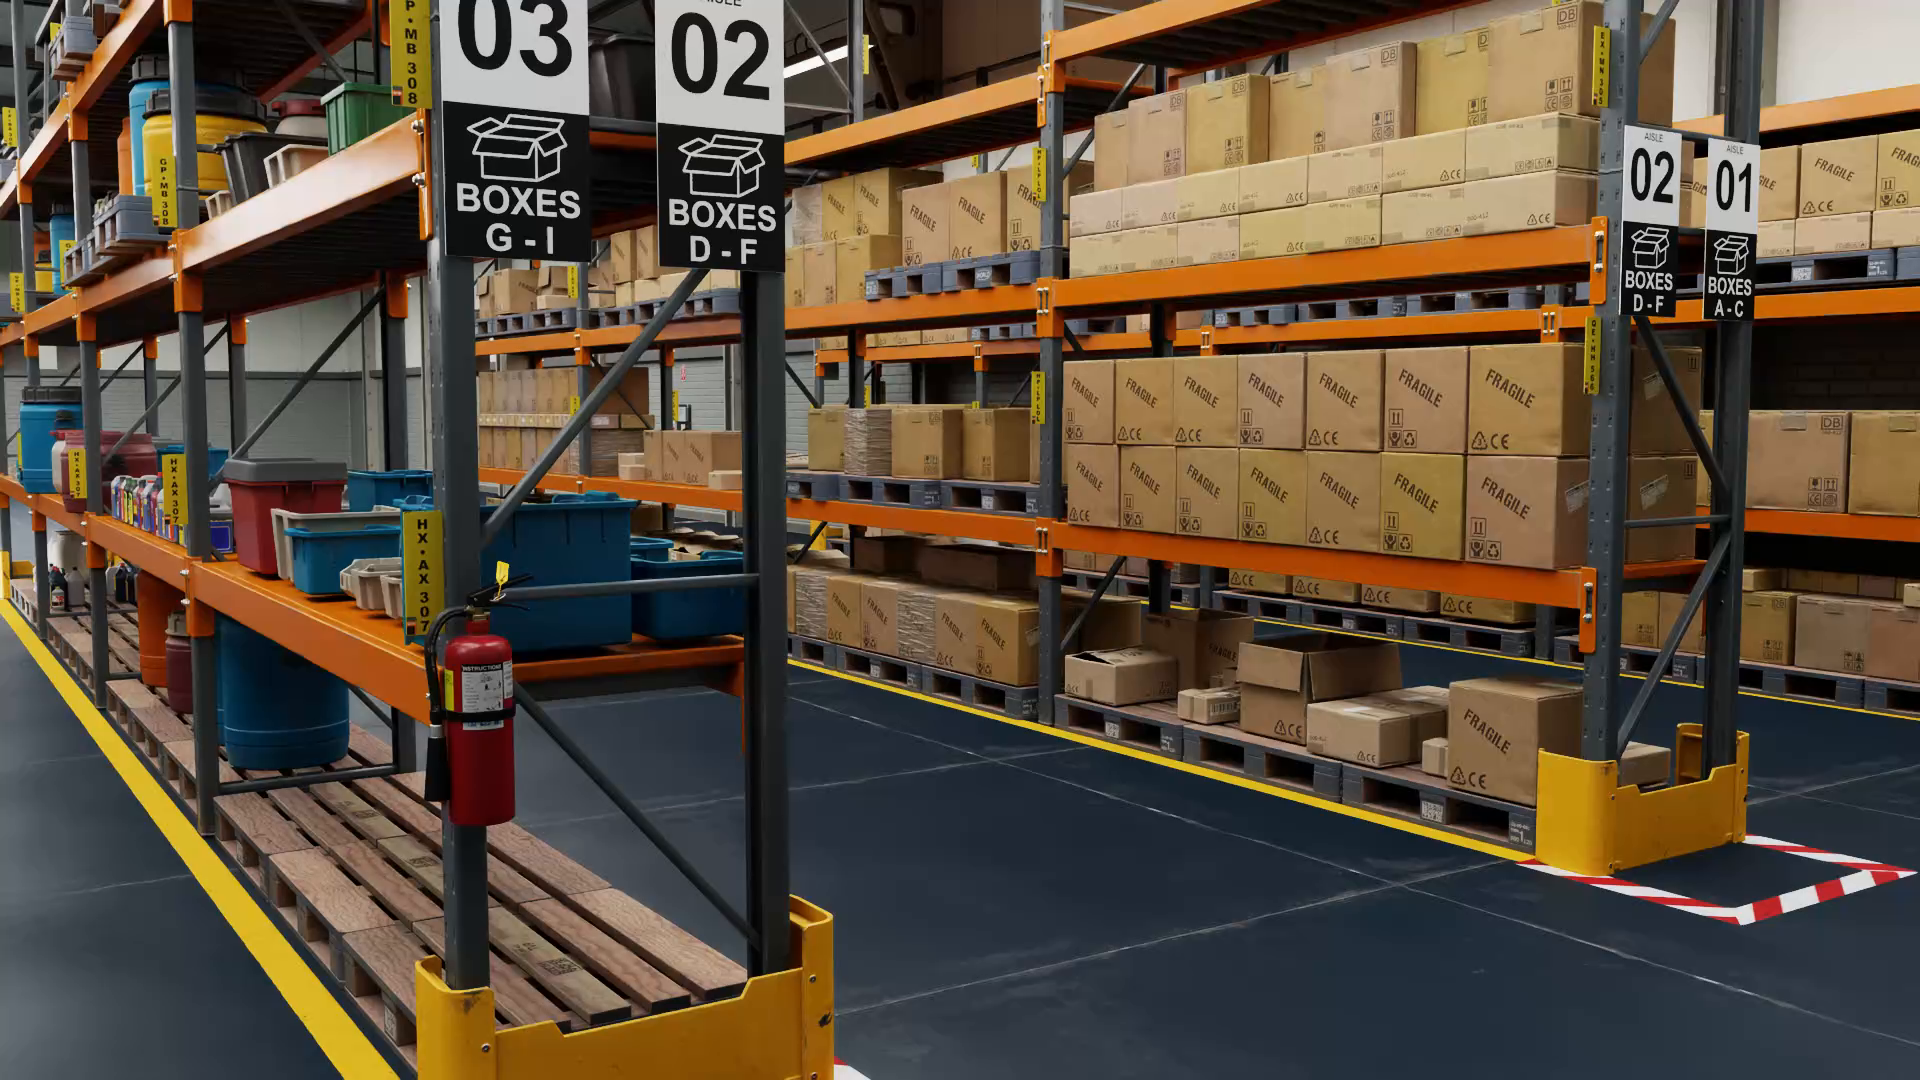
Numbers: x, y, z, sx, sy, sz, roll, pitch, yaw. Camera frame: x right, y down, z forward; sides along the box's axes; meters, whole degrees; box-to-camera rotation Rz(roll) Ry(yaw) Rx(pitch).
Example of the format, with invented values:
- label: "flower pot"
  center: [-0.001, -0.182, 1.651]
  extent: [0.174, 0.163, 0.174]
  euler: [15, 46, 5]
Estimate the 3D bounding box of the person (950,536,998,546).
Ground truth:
- label: "person"
  center: [0.125, -0.107, 15.658]
  extent: [0.570, 1.800, 0.399]
  euler: [-3, 5, -33]
